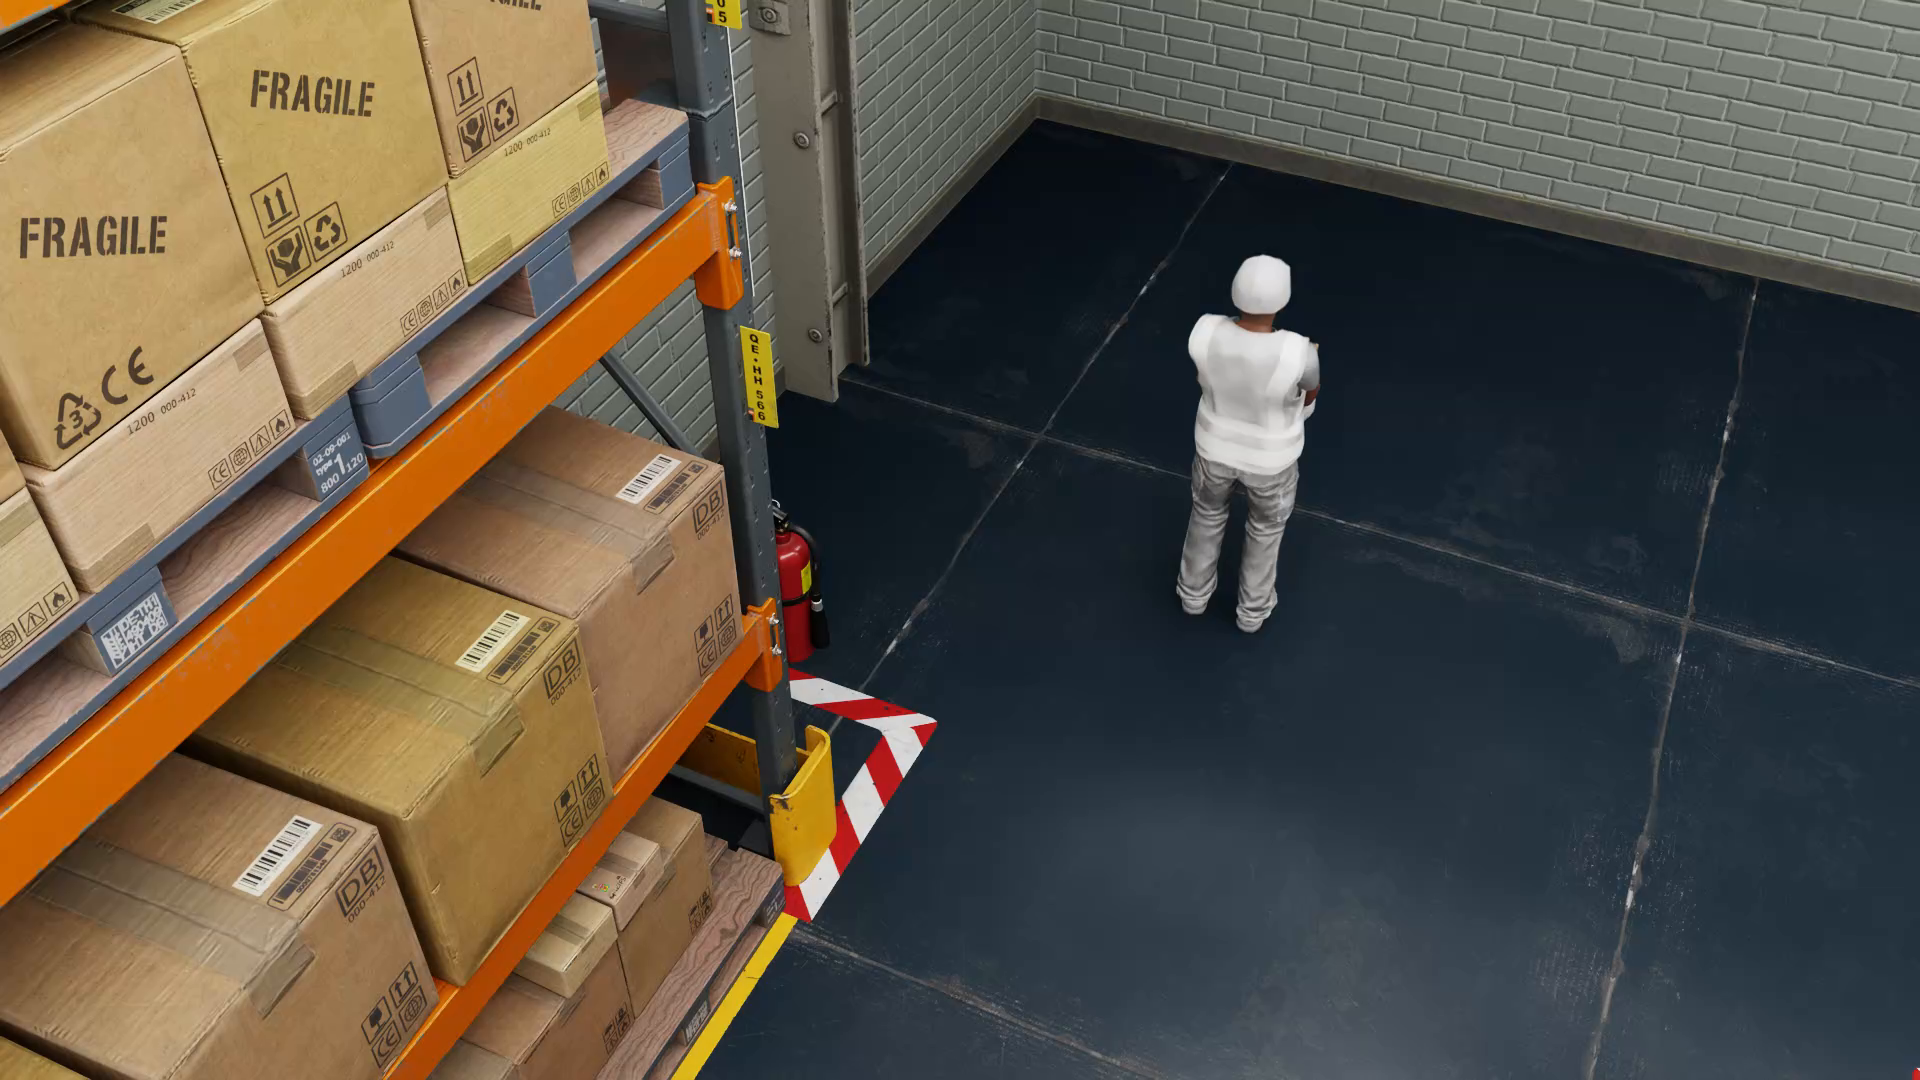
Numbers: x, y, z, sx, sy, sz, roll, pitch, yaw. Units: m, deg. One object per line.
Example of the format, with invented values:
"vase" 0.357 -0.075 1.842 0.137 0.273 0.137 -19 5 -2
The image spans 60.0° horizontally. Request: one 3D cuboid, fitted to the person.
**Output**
"person" 1.164 -0.431 6.633 0.487 1.778 0.574 18 45 19
